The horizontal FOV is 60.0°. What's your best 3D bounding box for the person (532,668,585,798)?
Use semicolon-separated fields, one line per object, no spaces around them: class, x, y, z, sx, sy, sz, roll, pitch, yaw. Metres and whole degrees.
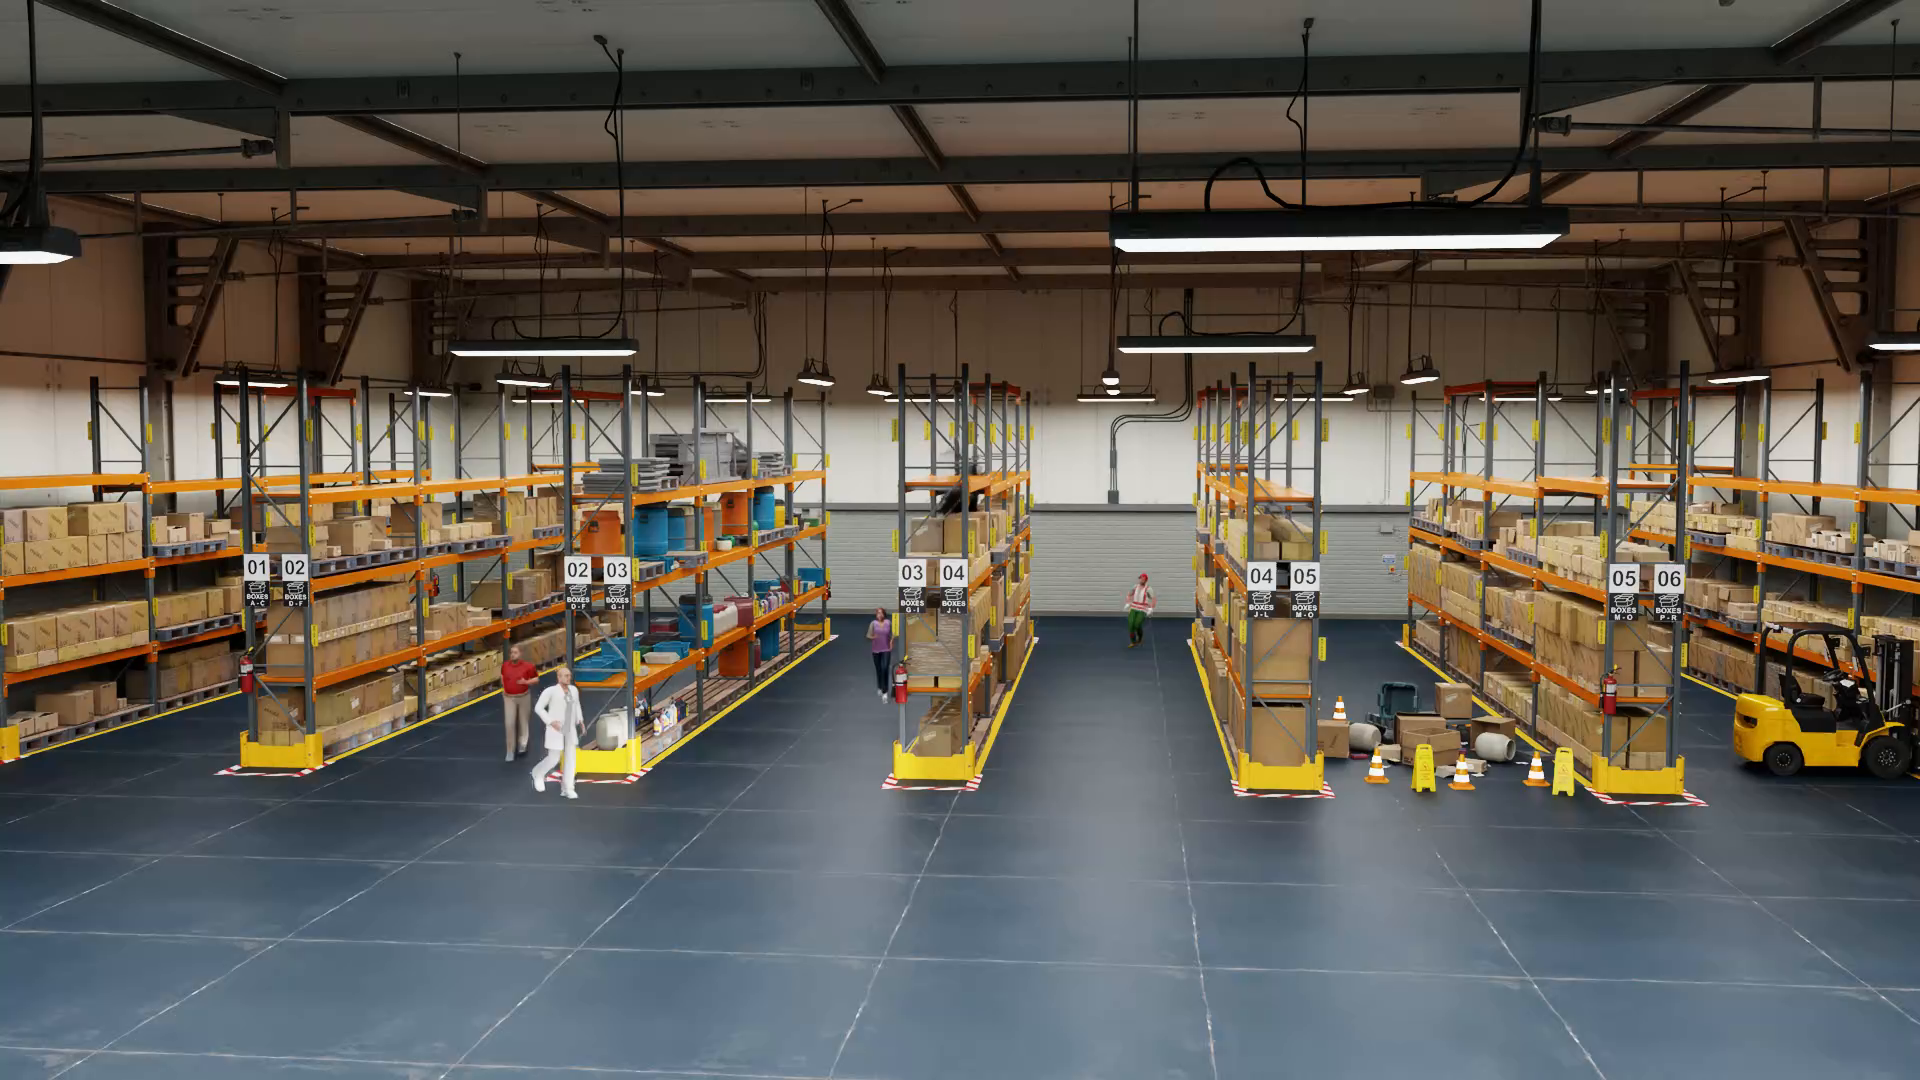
person;-5.499;2.640;22.983;0.953;1.750;0.760;4;5;44

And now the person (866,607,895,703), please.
person;-1.395;2.024;29.476;0.522;1.675;0.673;0;4;2

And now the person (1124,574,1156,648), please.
person;4.175;1.653;38.868;0.718;1.730;0.530;2;4;31

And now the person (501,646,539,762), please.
person;-6.786;2.523;25.605;0.626;1.804;0.800;0;4;-6
